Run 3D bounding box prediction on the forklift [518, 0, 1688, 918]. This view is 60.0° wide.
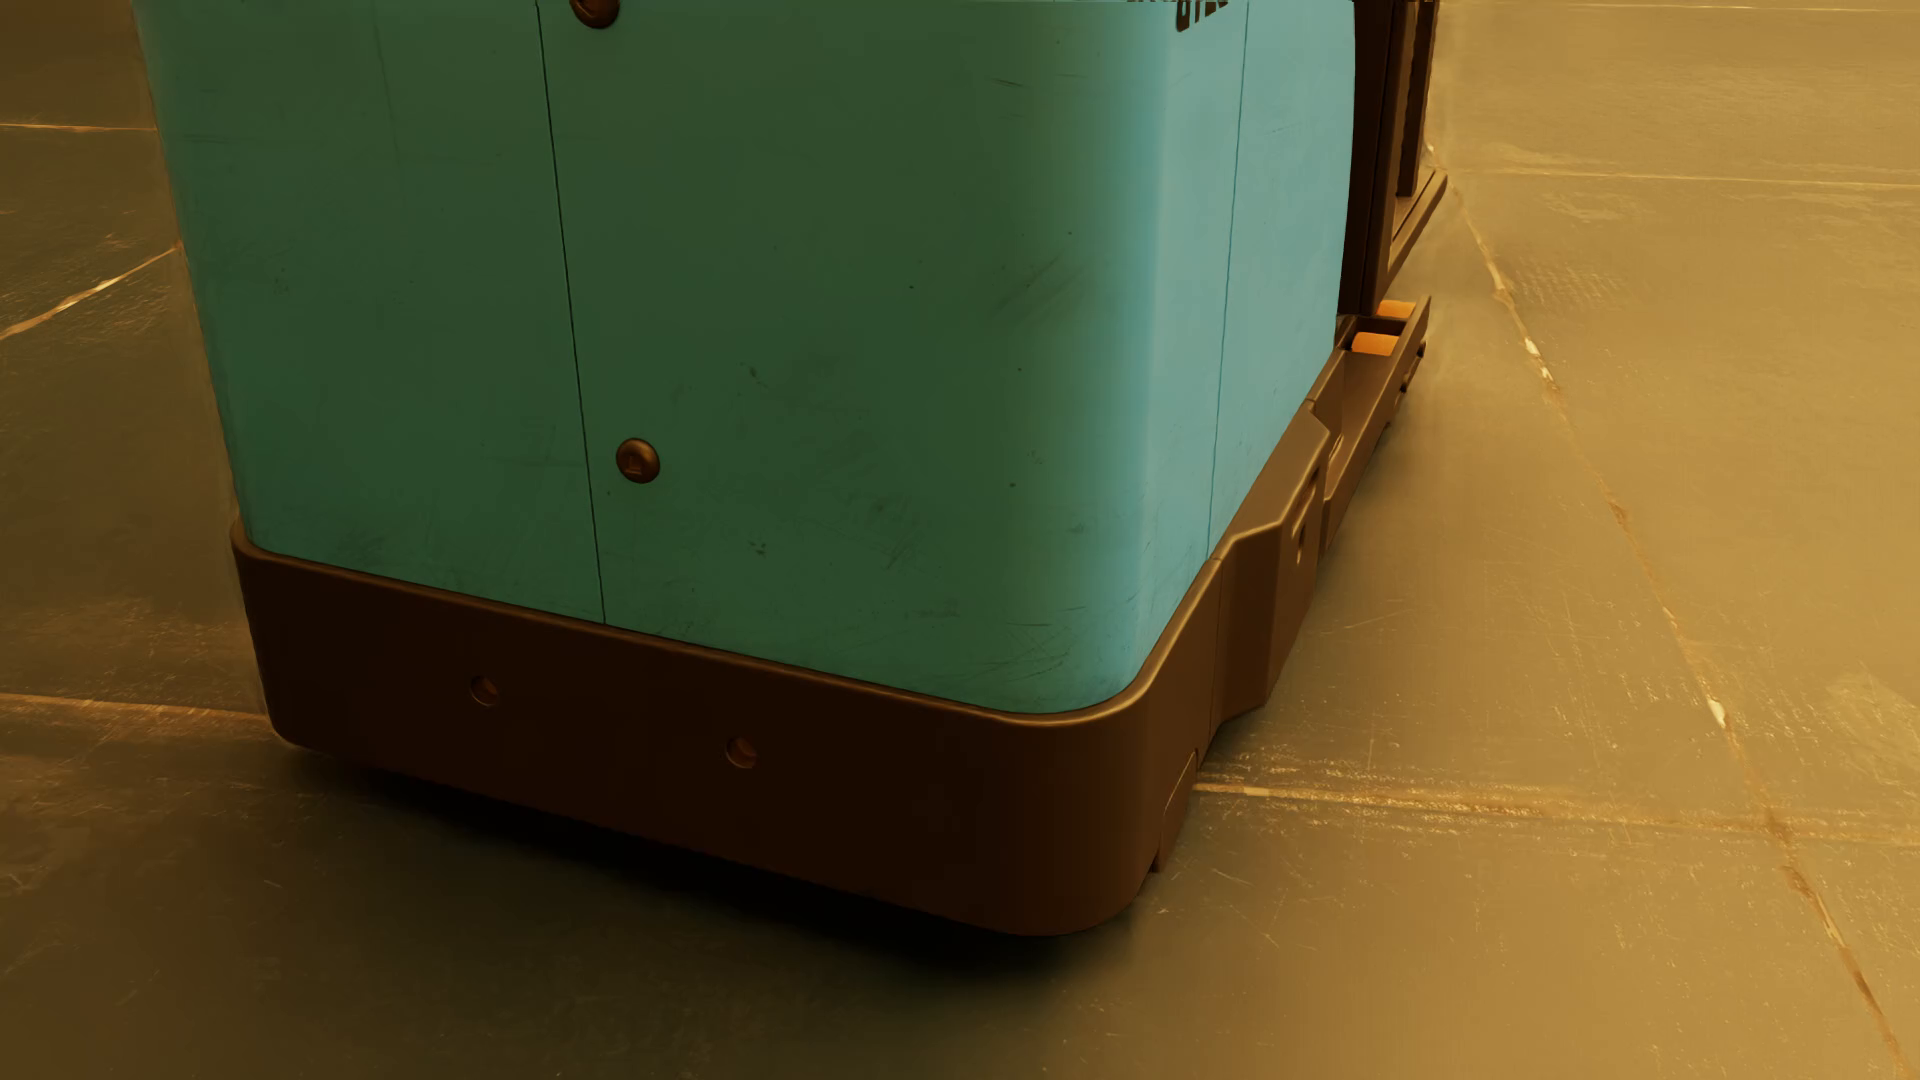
[{"bbox_3d":[-0.159,-1.583,2.390,1.130,2.935,3.031,-6,27,-11],"label":"forklift"}]
